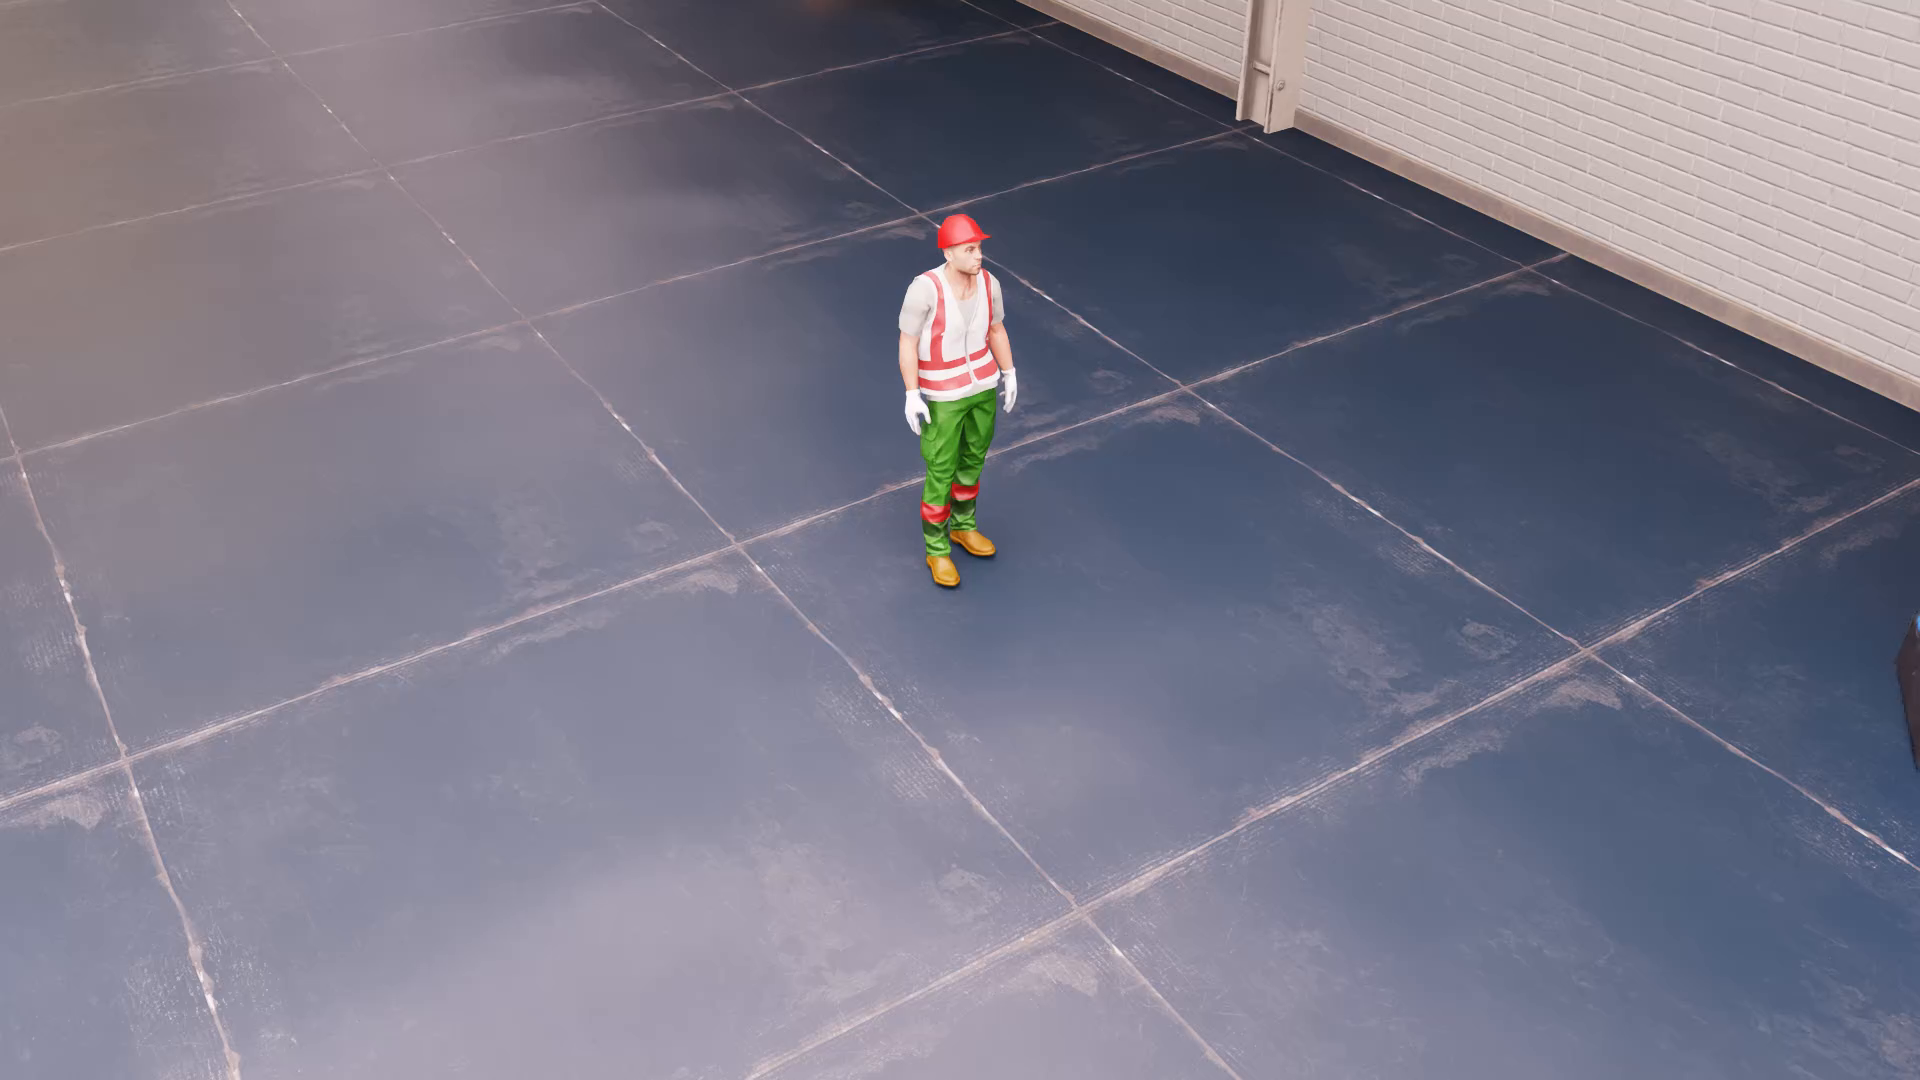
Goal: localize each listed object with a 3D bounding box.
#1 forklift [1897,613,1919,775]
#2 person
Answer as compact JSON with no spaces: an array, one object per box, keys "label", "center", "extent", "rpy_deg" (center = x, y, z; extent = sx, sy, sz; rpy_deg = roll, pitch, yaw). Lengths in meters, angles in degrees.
[{"label":"forklift","center":[5.677,-0.068,6.244],"extent":[3.031,2.935,1.130],"rpy_deg":[11,37,15]},{"label":"person","center":[0.033,-0.696,8.118],"extent":[0.637,1.787,0.564],"rpy_deg":[-21,40,-27]}]
